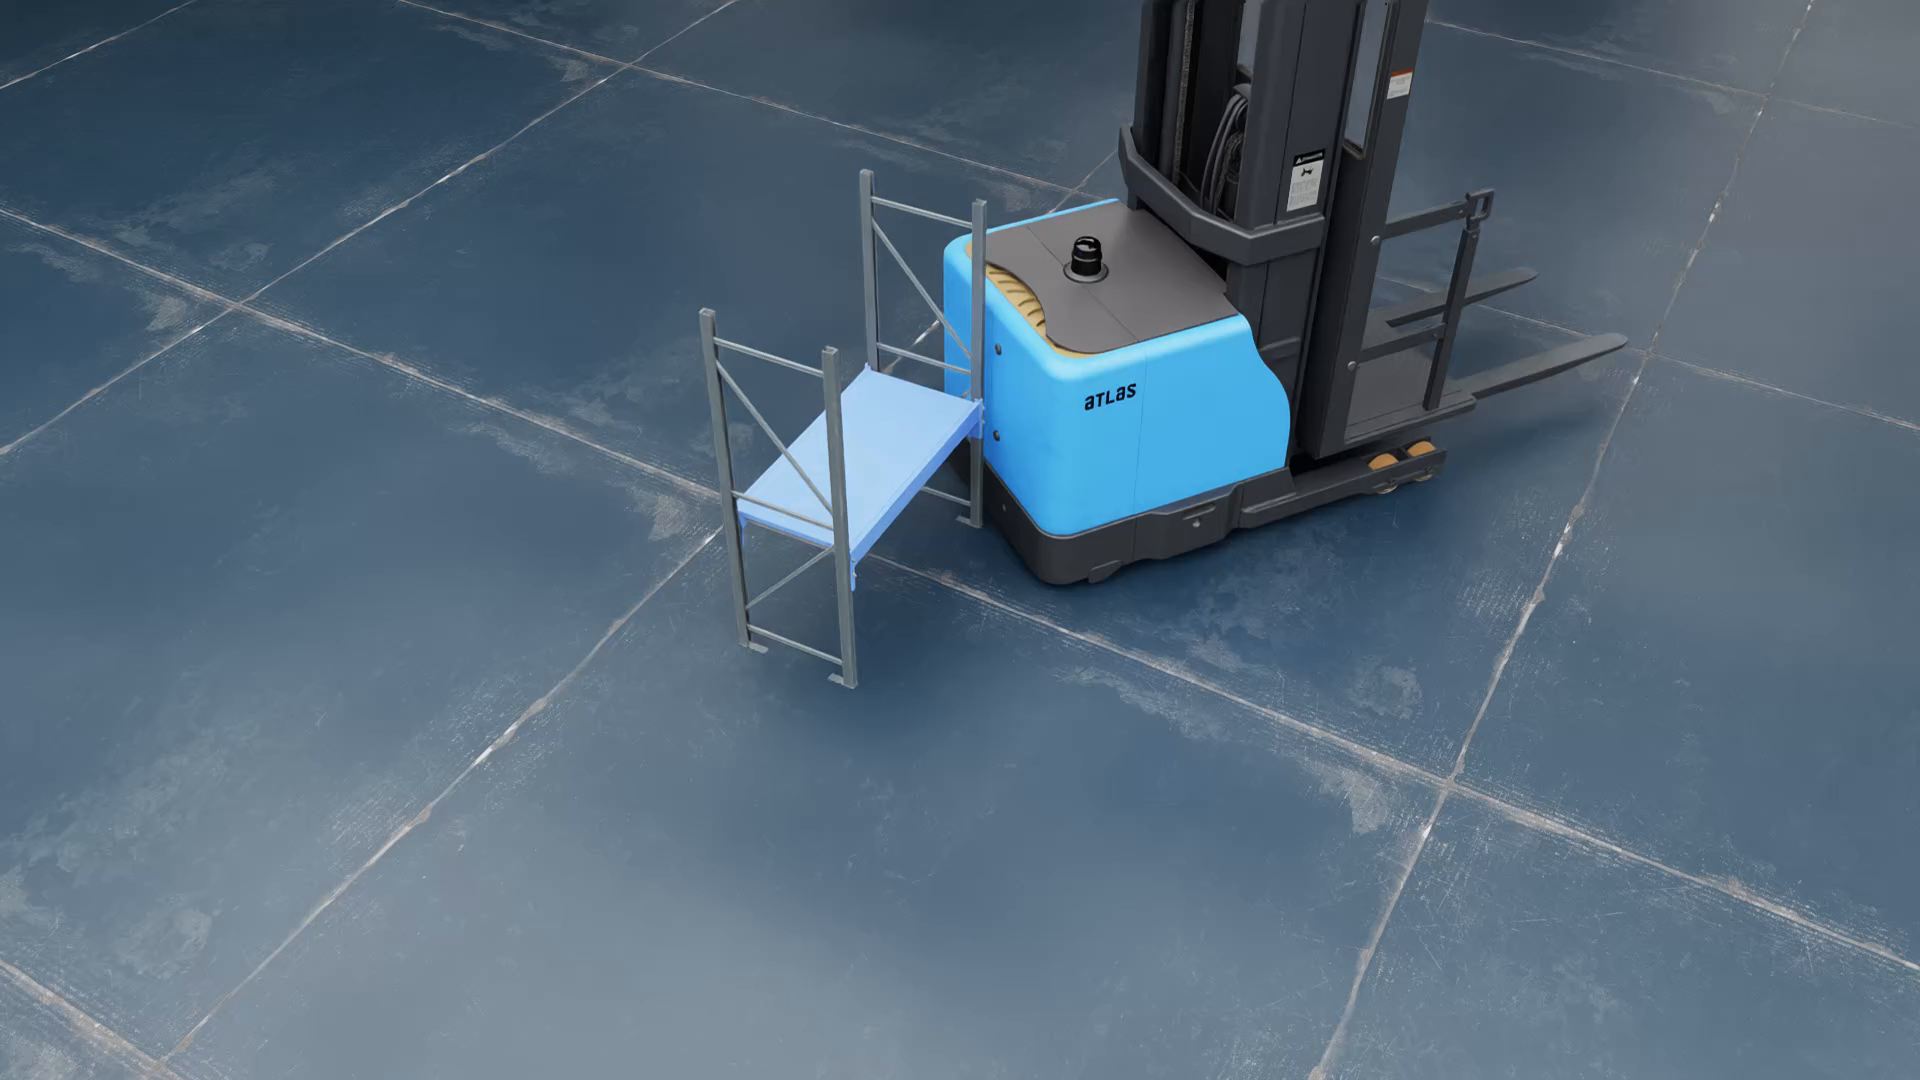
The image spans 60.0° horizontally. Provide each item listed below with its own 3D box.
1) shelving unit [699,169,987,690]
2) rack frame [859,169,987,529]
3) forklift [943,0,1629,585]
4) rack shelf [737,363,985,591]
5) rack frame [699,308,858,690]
[{"bbox_3d":[-0.370,-0.394,6.062,0.538,1.500,1.048,19,45,20],"label":"shelving unit"},{"bbox_3d":[-0.135,-0.692,6.400,0.500,1.500,0.032,19,45,20],"label":"rack frame"},{"bbox_3d":[1.479,-1.592,6.340,3.031,2.935,1.130,-17,44,-19],"label":"forklift"},{"bbox_3d":[-0.370,-0.259,6.181,0.538,0.185,1.000,19,45,20],"label":"rack shelf"},{"bbox_3d":[-0.606,-0.096,5.724,0.500,1.500,0.032,19,45,20],"label":"rack frame"}]
